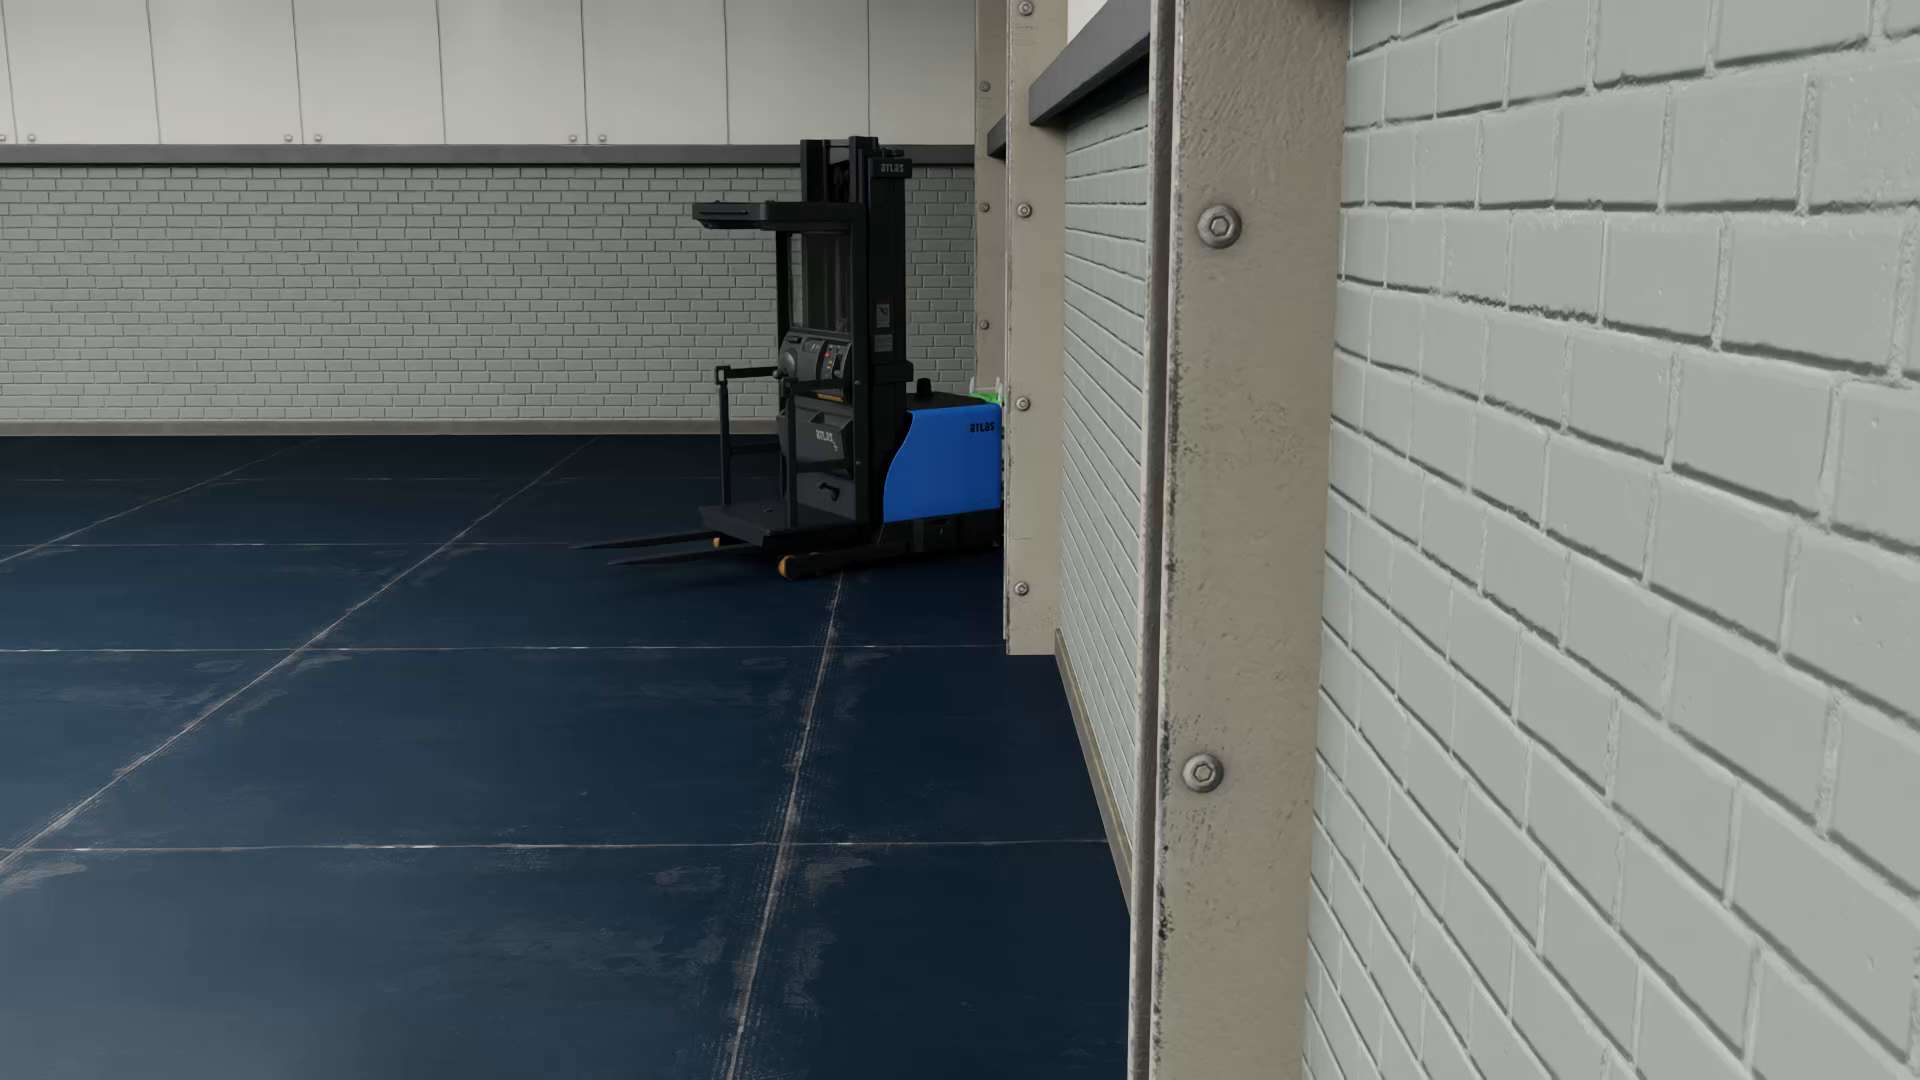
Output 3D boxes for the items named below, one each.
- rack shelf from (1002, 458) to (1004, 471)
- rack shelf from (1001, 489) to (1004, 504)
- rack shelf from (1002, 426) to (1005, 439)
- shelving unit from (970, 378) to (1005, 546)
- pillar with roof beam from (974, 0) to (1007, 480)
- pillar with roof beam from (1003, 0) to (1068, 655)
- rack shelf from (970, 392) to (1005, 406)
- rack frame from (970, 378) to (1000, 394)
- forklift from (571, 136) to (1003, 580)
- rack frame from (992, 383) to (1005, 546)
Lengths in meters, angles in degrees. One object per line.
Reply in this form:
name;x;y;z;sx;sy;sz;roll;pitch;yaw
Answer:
rack shelf;0.268;-0.531;12.472;0.258;0.148;0.480;-3;11;-25
rack shelf;0.259;-0.295;12.514;0.258;0.148;0.480;-3;11;-25
rack shelf;0.277;-0.768;12.430;0.258;0.148;0.480;-3;11;-25
shelving unit;0.270;-0.594;12.460;0.258;1.200;0.503;-3;11;-25
pillar with roof beam;-4.015;-4.979;14.466;9.100;9.000;0.400;0;11;-1
pillar with roof beam;-3.891;-3.786;8.587;9.100;9.000;0.400;0;11;-1
rack shelf;0.286;-1.004;12.387;0.258;0.148;0.480;-3;11;-25
rack frame;0.166;-0.637;12.677;0.240;1.200;0.015;-3;11;-25
forklift;-1.187;-1.287;11.529;3.031;2.935;1.130;-8;14;-34
rack frame;0.374;-0.552;12.244;0.240;1.200;0.015;-3;11;-25
